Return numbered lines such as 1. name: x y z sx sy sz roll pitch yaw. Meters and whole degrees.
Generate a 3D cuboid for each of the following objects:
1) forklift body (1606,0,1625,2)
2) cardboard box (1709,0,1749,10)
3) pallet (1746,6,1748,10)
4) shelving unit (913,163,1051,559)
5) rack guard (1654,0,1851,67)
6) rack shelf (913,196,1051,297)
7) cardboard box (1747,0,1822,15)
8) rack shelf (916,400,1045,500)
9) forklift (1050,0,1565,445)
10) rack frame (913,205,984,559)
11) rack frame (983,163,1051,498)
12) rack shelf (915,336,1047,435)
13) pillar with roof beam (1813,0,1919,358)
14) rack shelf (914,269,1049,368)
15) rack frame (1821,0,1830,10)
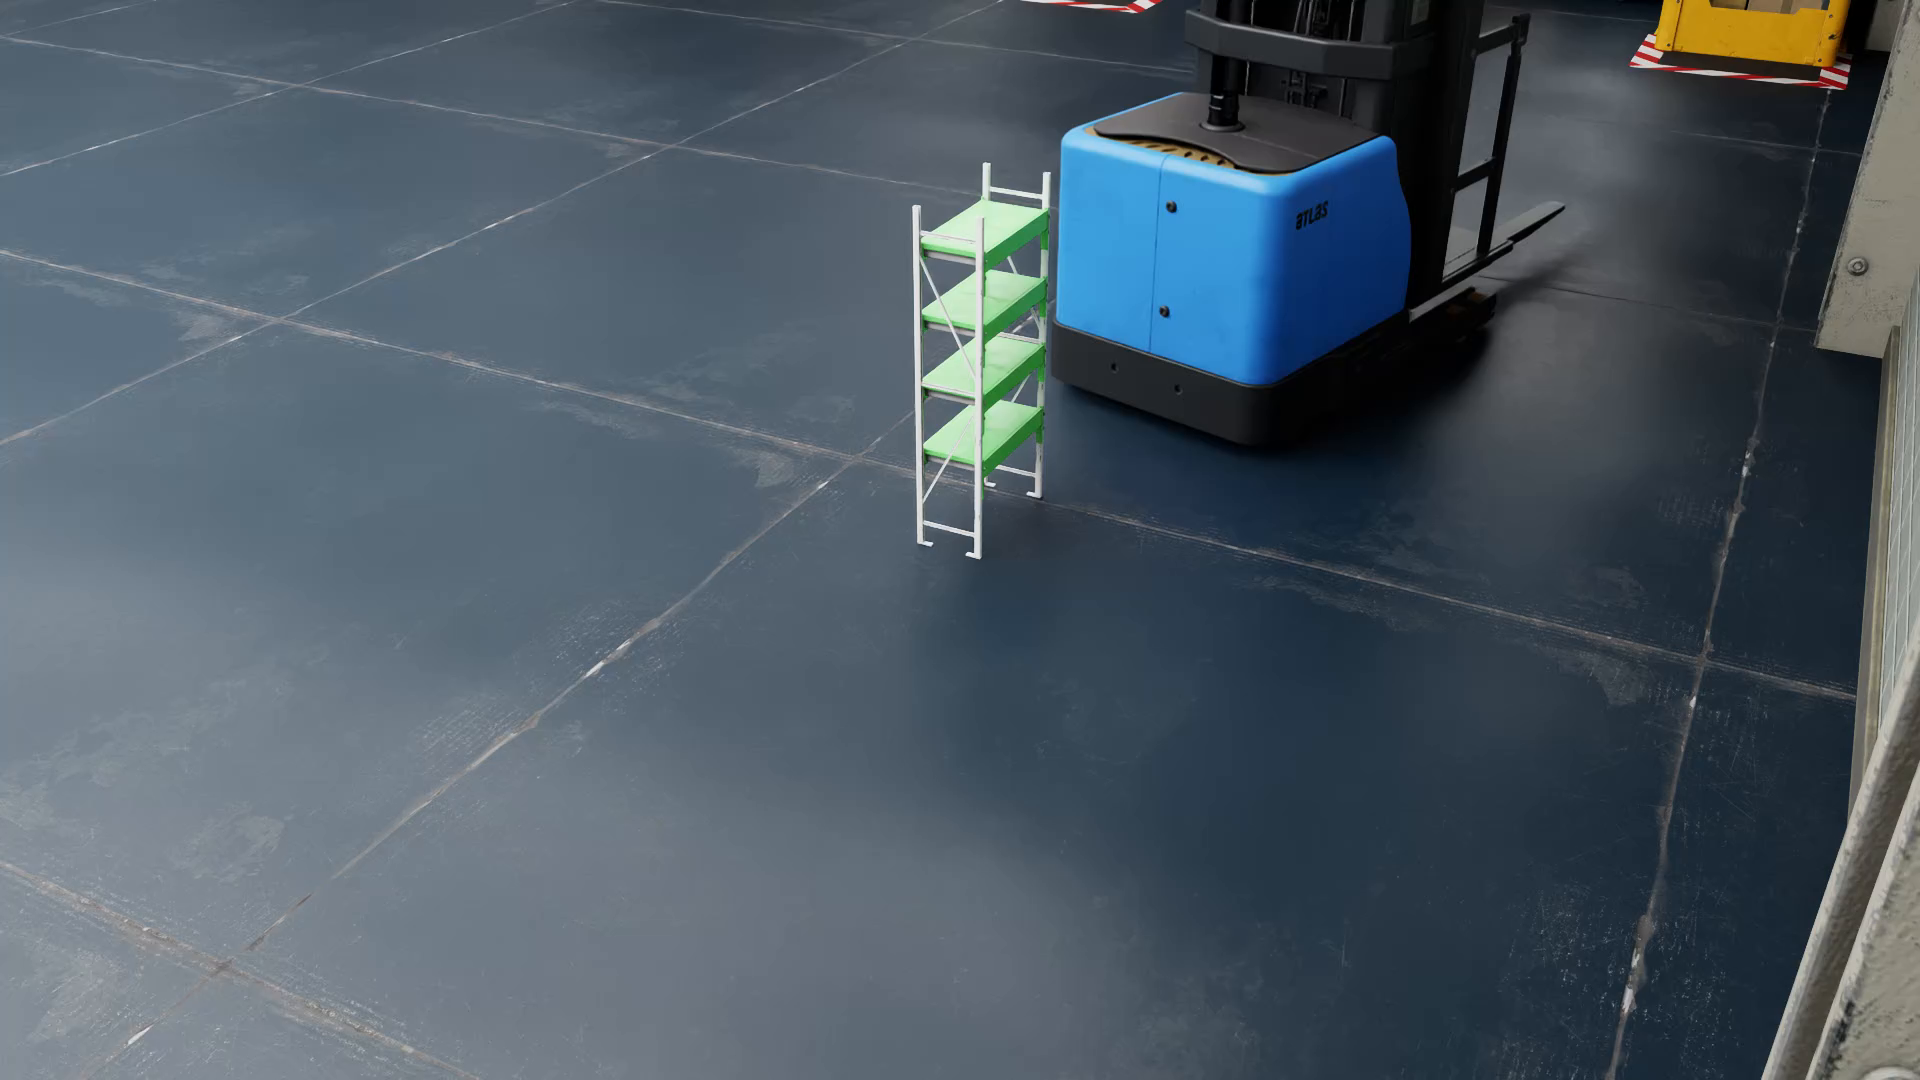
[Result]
1. forklift body: 4.780 -5.633 13.400 2.313 2.155 1.214 14 33 23
2. cardboard box: 5.473 -4.016 12.072 0.500 0.250 0.500 15 33 24
3. pallet: 5.852 -3.886 12.305 1.003 0.211 1.213 14 33 23
4. shelving unit: 0.075 -0.594 5.579 0.258 1.200 0.503 14 33 23
5. rack guard: 5.530 -3.652 11.608 1.175 0.500 0.348 14 33 23
6. rack shelf: 0.075 -0.955 5.372 0.258 0.148 0.480 14 33 23
7. cardboard box: 5.939 -3.910 11.886 0.500 0.250 0.500 14 33 23
8. rack shelf: 0.075 -0.330 5.730 0.258 0.148 0.480 14 33 23
9. forklift: 1.724 -2.277 6.772 1.130 2.935 3.031 24 38 35
10. rack frame: -0.036 -0.486 5.391 0.240 1.200 0.015 14 33 23
11. rack frame: 0.187 -0.702 5.767 0.240 1.200 0.015 14 33 23
12. rack shelf: 0.075 -0.538 5.611 0.258 0.148 0.480 14 33 23
13. pillar with roof beam: 0.095 -5.769 6.760 9.100 9.000 0.400 14 33 23
14. rack shelf: 0.075 -0.746 5.491 0.258 0.148 0.480 14 33 23
15. rack frame: 5.541 -4.747 11.004 1.000 3.000 0.127 14 33 23
